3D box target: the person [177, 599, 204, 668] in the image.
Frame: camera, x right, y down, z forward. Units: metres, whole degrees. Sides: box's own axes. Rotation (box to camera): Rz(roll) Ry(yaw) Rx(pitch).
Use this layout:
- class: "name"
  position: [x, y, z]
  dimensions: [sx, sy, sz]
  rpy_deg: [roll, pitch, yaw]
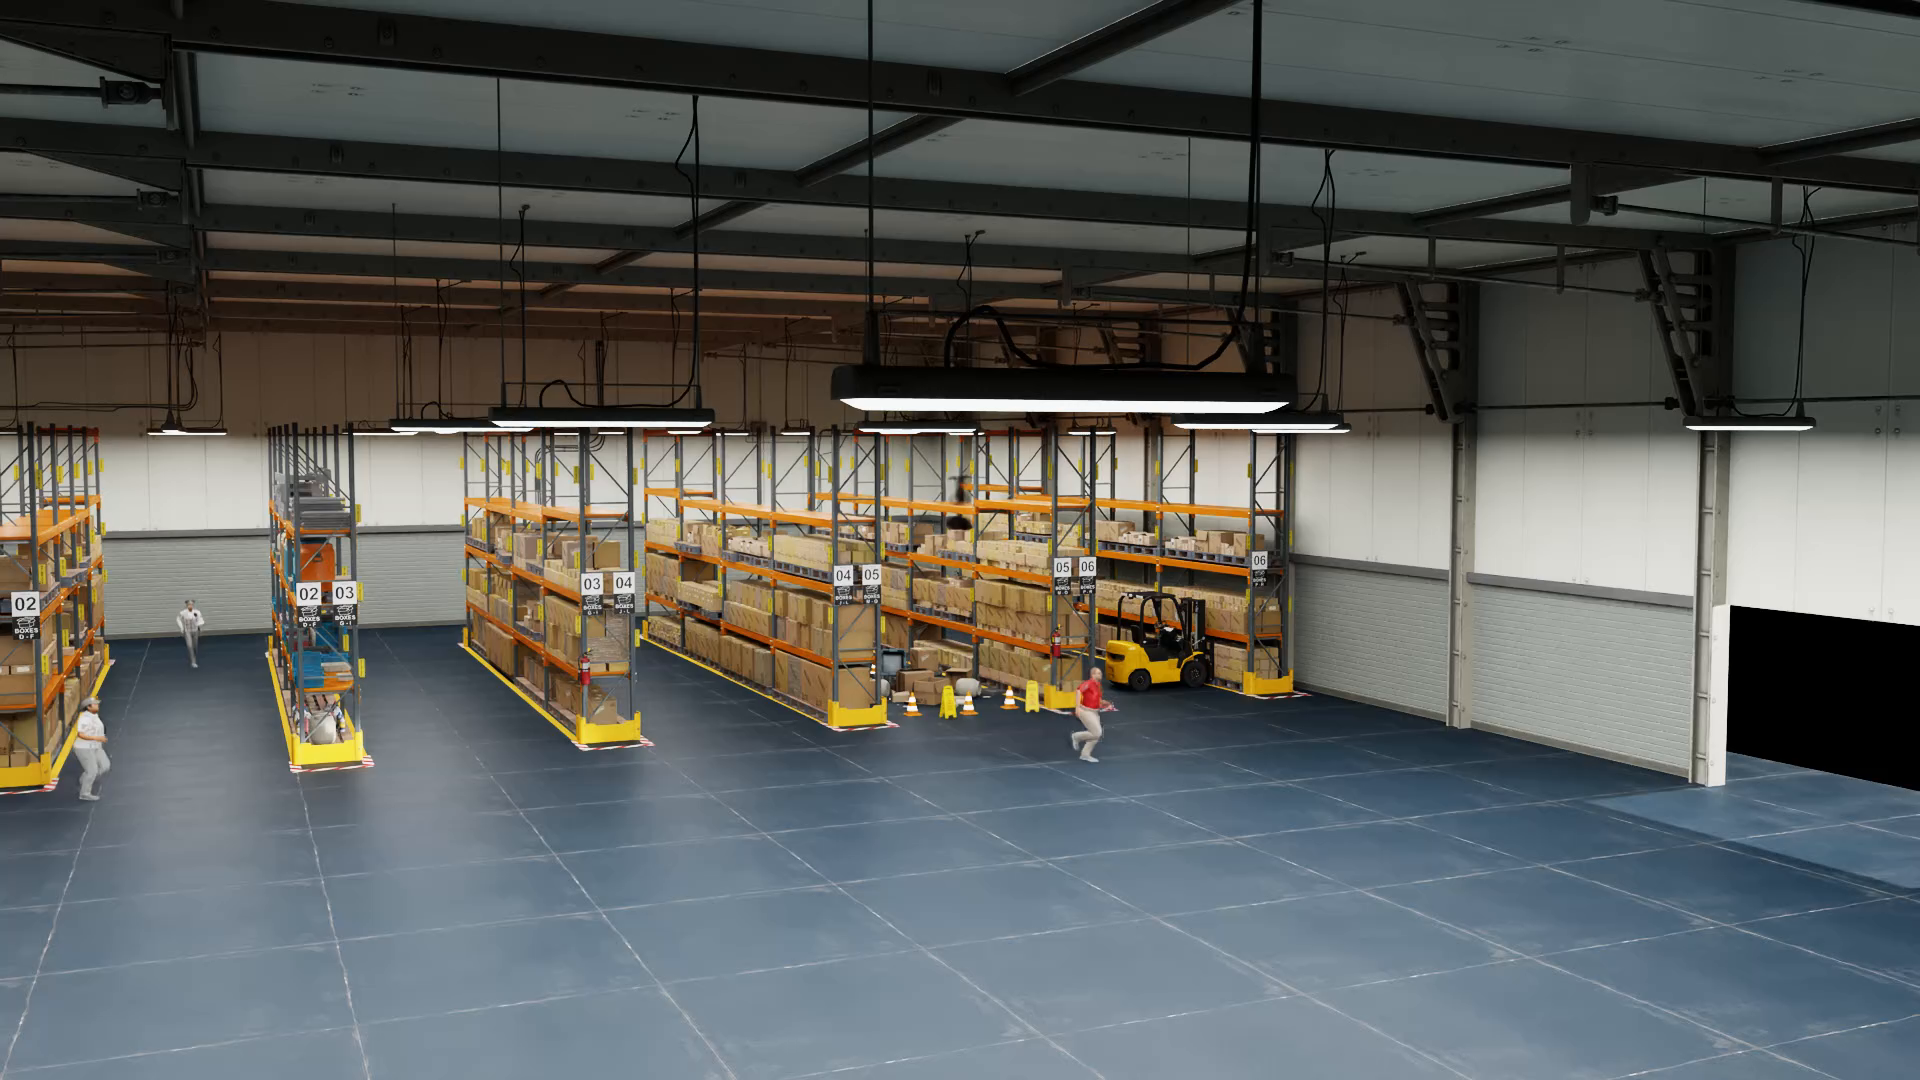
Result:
- class: "person"
  position: [-19.324, 2.323, 41.782]
  dimensions: [0.624, 1.694, 0.838]
  rpy_deg: [-2, 4, -28]

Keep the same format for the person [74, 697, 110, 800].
- class: "person"
  position: [-13.726, 3.302, 26.328]
  dimensions: [0.543, 1.635, 0.590]
  rpy_deg: [0, 3, -4]

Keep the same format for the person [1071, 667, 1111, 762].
- class: "person"
  position: [2.333, 3.100, 29.491]
  dimensions: [0.690, 1.681, 0.704]
  rpy_deg: [2, 4, 25]
